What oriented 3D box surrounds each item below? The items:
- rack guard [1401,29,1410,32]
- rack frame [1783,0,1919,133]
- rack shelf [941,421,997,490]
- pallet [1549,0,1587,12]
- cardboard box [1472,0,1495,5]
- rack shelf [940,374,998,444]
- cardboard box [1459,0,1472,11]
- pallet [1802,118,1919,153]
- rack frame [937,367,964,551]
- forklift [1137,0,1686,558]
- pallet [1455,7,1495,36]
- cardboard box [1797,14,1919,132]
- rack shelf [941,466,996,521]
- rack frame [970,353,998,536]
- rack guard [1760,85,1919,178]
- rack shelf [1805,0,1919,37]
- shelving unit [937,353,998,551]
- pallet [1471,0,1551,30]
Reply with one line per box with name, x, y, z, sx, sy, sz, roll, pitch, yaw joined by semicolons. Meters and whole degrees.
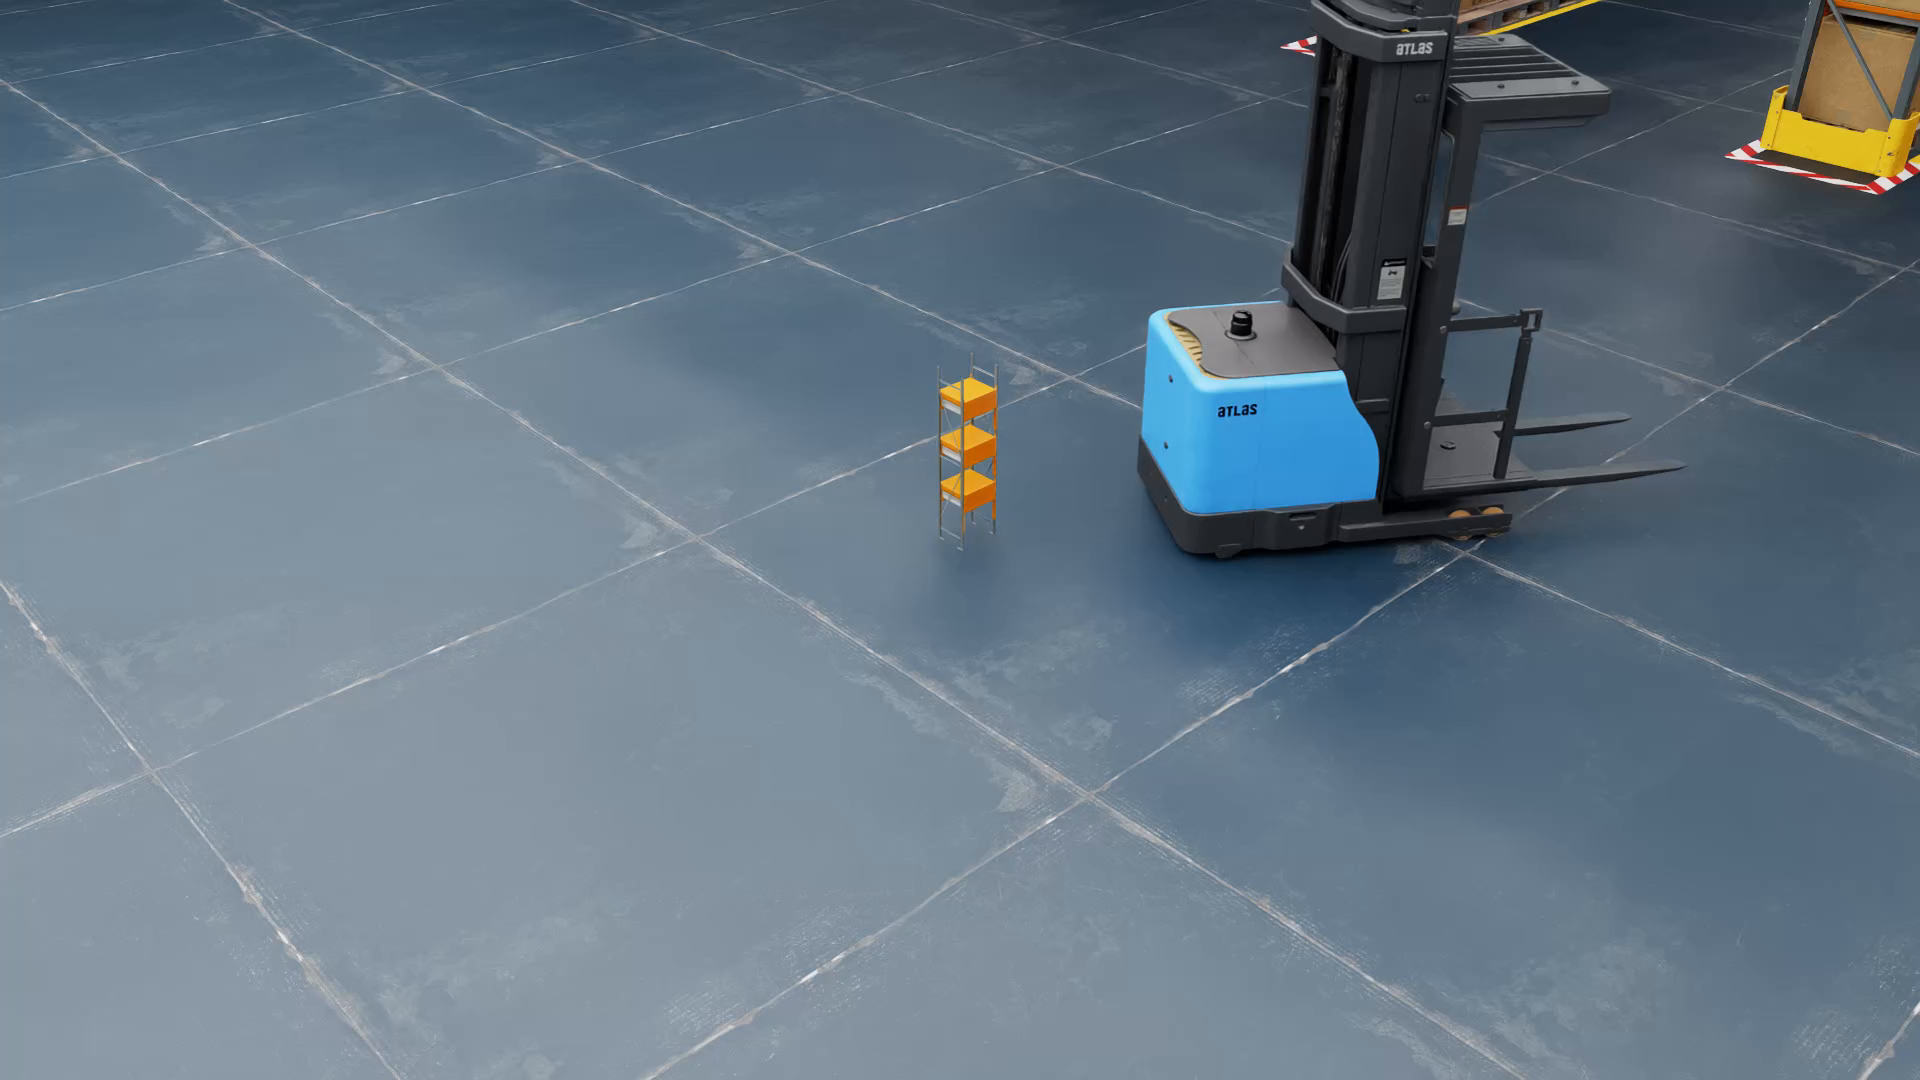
rack guard;4.528;-5.586;17.906;0.348;0.500;1.175;-26;40;-35
rack frame;7.771;-4.692;14.048;0.127;3.000;1.000;-26;40;-35
rack shelf;0.039;-0.458;9.013;0.240;0.259;0.215;-26;40;-35
pallet;6.937;-6.603;19.846;1.213;0.211;1.003;-26;40;-35
cardboard box;5.829;-6.393;18.824;0.500;0.500;0.500;-22;38;-31
rack shelf;0.039;-0.700;8.865;0.240;0.259;0.215;-26;40;-35
cardboard box;5.357;-6.179;18.472;0.500;0.500;0.500;-15;35;-23
pallet;8.304;-3.816;15.289;1.213;0.211;1.003;-26;40;-35
rack frame;-0.050;-0.424;8.936;0.008;1.050;0.200;-26;40;-35
forklift;2.607;-1.514;8.916;3.031;2.935;1.130;-5;32;-9
pallet;5.148;-5.737;18.431;1.213;0.211;1.003;-26;40;-35
cardboard box;8.223;-4.231;14.928;0.875;0.875;0.875;-26;40;-35
rack shelf;0.039;-0.221;9.158;0.240;0.259;0.215;-26;40;-35
rack frame;0.129;-0.510;9.078;0.008;1.050;0.200;-26;40;-35
rack guard;7.753;-3.617;14.686;0.348;0.500;1.175;-26;40;-35
rack shelf;9.237;-5.095;15.396;4.000;0.370;1.077;-26;40;-35
shelving unit;0.039;-0.467;9.007;0.252;1.050;0.215;-26;40;-35
pallet;6.042;-6.168;19.135;1.213;0.211;1.003;-26;40;-35
